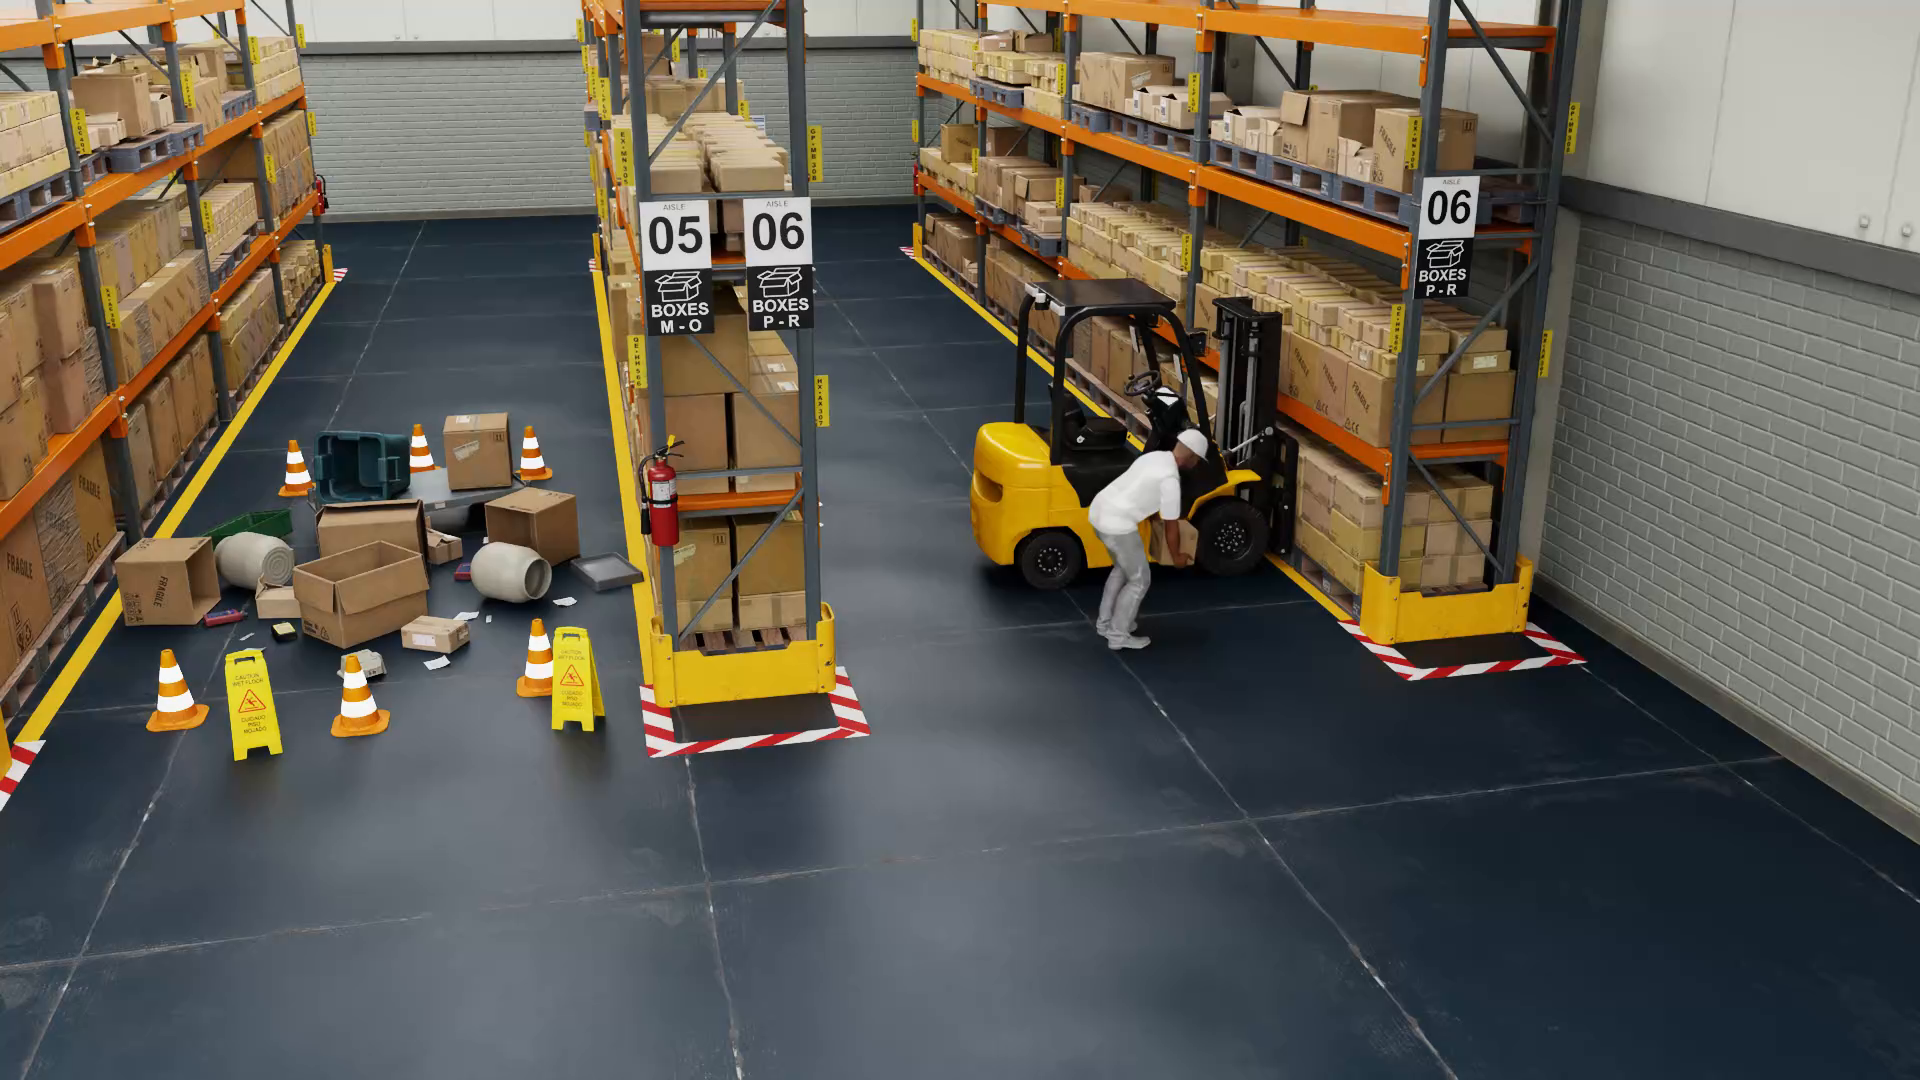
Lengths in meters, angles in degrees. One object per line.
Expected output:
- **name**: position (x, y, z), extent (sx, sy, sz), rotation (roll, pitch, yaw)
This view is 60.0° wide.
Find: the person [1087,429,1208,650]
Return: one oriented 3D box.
- **person**: position (1.300, -0.025, 11.504), extent (0.832, 1.497, 0.488), rotation (-5, 20, -14)
